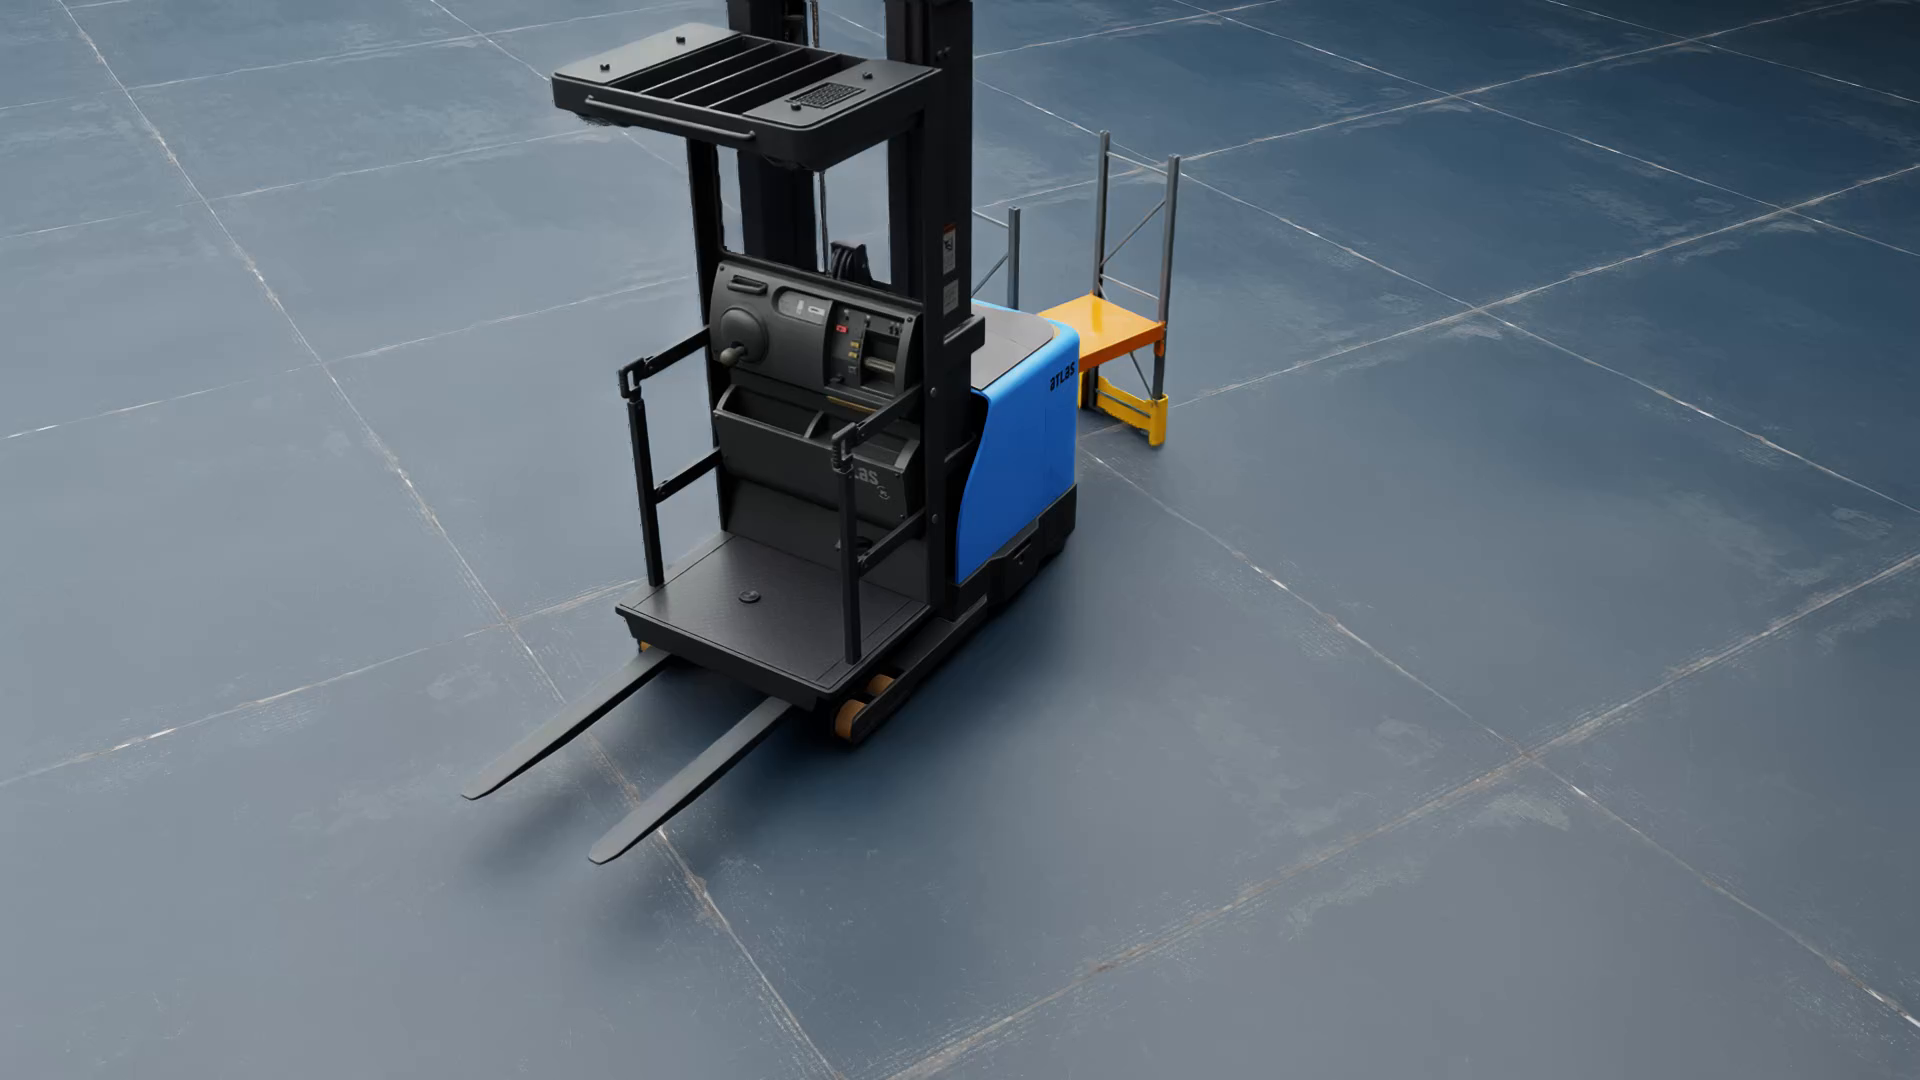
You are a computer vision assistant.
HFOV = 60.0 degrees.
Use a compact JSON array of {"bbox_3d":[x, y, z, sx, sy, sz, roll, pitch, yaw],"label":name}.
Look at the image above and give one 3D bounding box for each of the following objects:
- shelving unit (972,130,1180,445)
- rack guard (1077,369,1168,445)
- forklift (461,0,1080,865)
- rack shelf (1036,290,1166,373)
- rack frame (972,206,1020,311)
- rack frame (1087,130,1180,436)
[{"bbox_3d":[0.464,-1.078,8.053,1.083,1.500,0.587,-25,40,-34],"label":"shelving unit"},{"bbox_3d":[0.840,-0.723,8.662,0.087,0.250,0.587,-25,40,-34],"label":"rack guard"},{"bbox_3d":[-0.680,-0.735,6.168,1.130,2.935,3.031,19,37,27],"label":"forklift"},{"bbox_3d":[0.471,-0.929,8.154,1.000,0.185,0.538,-25,40,-34],"label":"rack shelf"},{"bbox_3d":[0.087,-0.903,7.776,0.032,1.500,0.500,-25,40,-34],"label":"rack frame"},{"bbox_3d":[0.855,-1.259,8.340,0.032,1.500,0.500,-25,40,-34],"label":"rack frame"}]
